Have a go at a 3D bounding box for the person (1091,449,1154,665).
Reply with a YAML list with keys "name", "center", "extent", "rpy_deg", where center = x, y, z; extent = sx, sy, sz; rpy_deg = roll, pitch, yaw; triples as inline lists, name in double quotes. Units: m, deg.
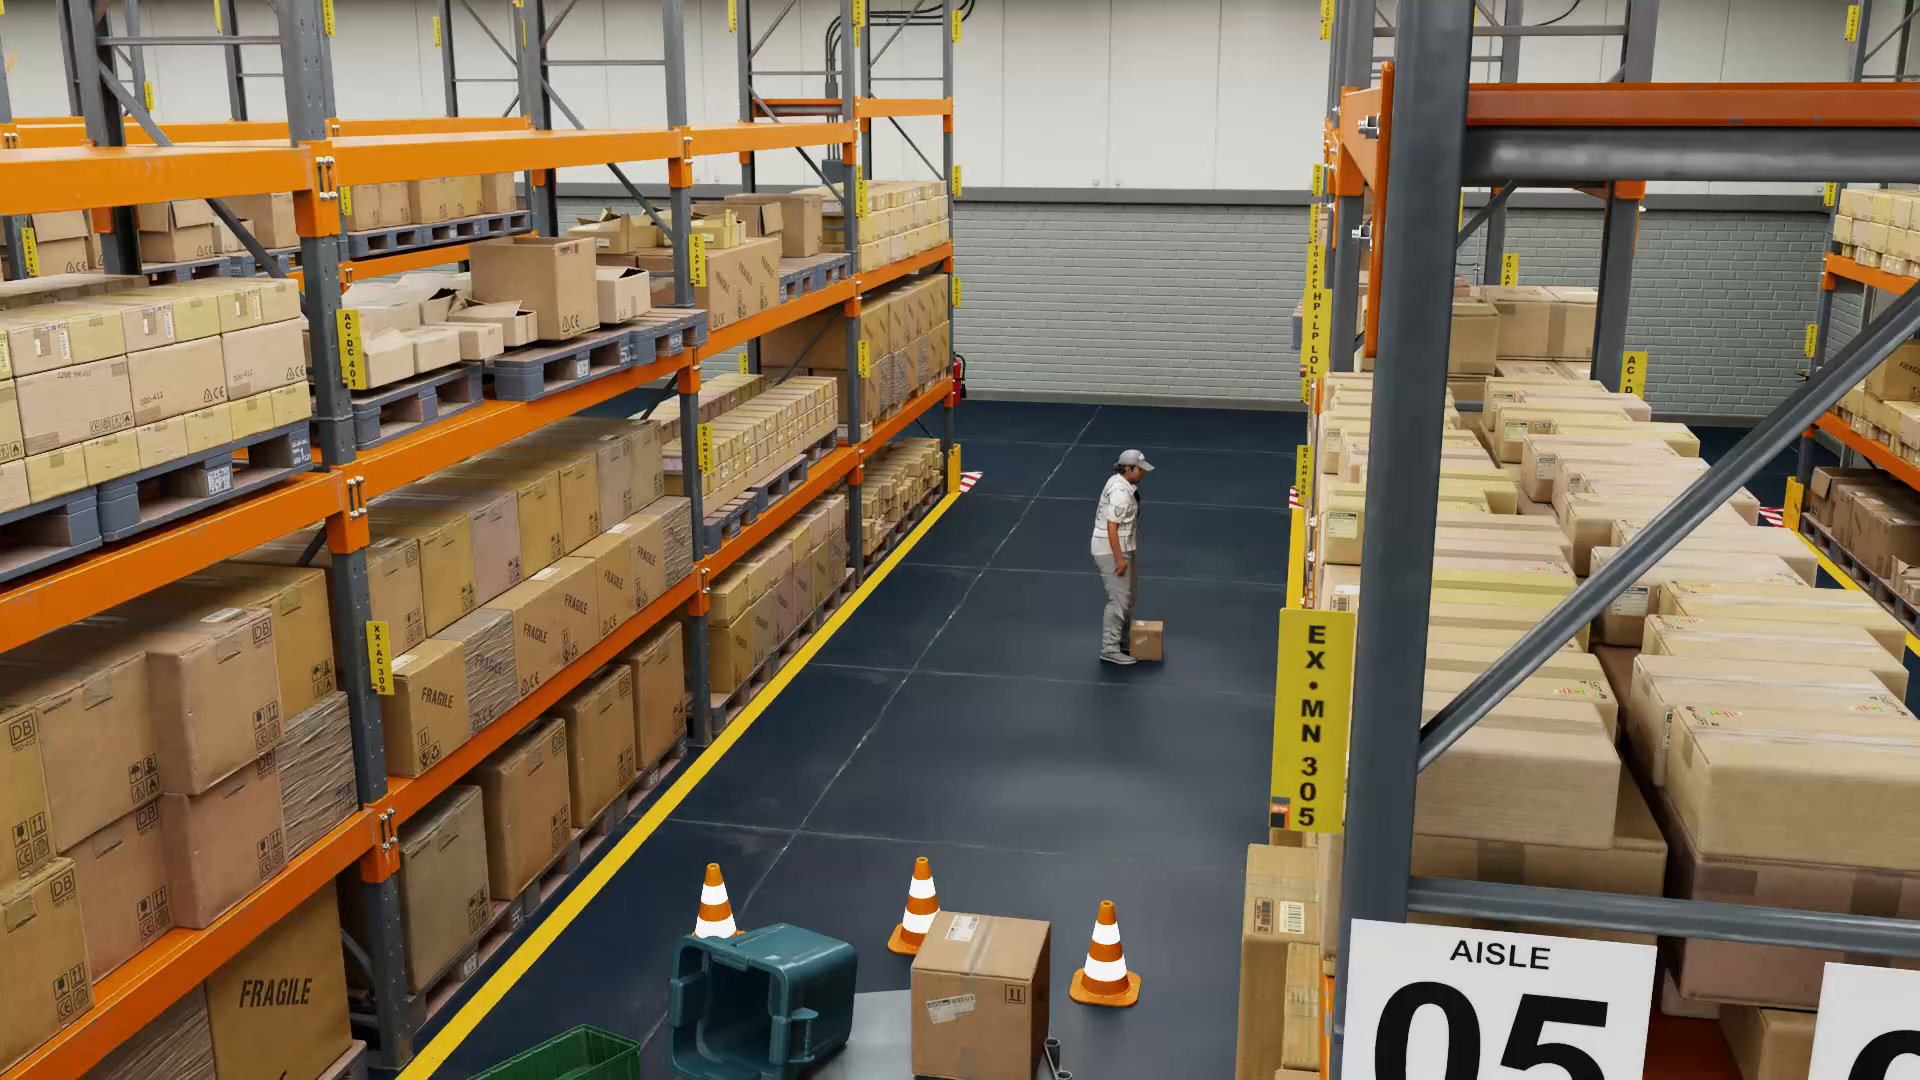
- name: "person"
  center: [1.272, 0.108, 13.091]
  extent: [0.473, 1.666, 0.547]
  rpy_deg: [3, 15, 11]
